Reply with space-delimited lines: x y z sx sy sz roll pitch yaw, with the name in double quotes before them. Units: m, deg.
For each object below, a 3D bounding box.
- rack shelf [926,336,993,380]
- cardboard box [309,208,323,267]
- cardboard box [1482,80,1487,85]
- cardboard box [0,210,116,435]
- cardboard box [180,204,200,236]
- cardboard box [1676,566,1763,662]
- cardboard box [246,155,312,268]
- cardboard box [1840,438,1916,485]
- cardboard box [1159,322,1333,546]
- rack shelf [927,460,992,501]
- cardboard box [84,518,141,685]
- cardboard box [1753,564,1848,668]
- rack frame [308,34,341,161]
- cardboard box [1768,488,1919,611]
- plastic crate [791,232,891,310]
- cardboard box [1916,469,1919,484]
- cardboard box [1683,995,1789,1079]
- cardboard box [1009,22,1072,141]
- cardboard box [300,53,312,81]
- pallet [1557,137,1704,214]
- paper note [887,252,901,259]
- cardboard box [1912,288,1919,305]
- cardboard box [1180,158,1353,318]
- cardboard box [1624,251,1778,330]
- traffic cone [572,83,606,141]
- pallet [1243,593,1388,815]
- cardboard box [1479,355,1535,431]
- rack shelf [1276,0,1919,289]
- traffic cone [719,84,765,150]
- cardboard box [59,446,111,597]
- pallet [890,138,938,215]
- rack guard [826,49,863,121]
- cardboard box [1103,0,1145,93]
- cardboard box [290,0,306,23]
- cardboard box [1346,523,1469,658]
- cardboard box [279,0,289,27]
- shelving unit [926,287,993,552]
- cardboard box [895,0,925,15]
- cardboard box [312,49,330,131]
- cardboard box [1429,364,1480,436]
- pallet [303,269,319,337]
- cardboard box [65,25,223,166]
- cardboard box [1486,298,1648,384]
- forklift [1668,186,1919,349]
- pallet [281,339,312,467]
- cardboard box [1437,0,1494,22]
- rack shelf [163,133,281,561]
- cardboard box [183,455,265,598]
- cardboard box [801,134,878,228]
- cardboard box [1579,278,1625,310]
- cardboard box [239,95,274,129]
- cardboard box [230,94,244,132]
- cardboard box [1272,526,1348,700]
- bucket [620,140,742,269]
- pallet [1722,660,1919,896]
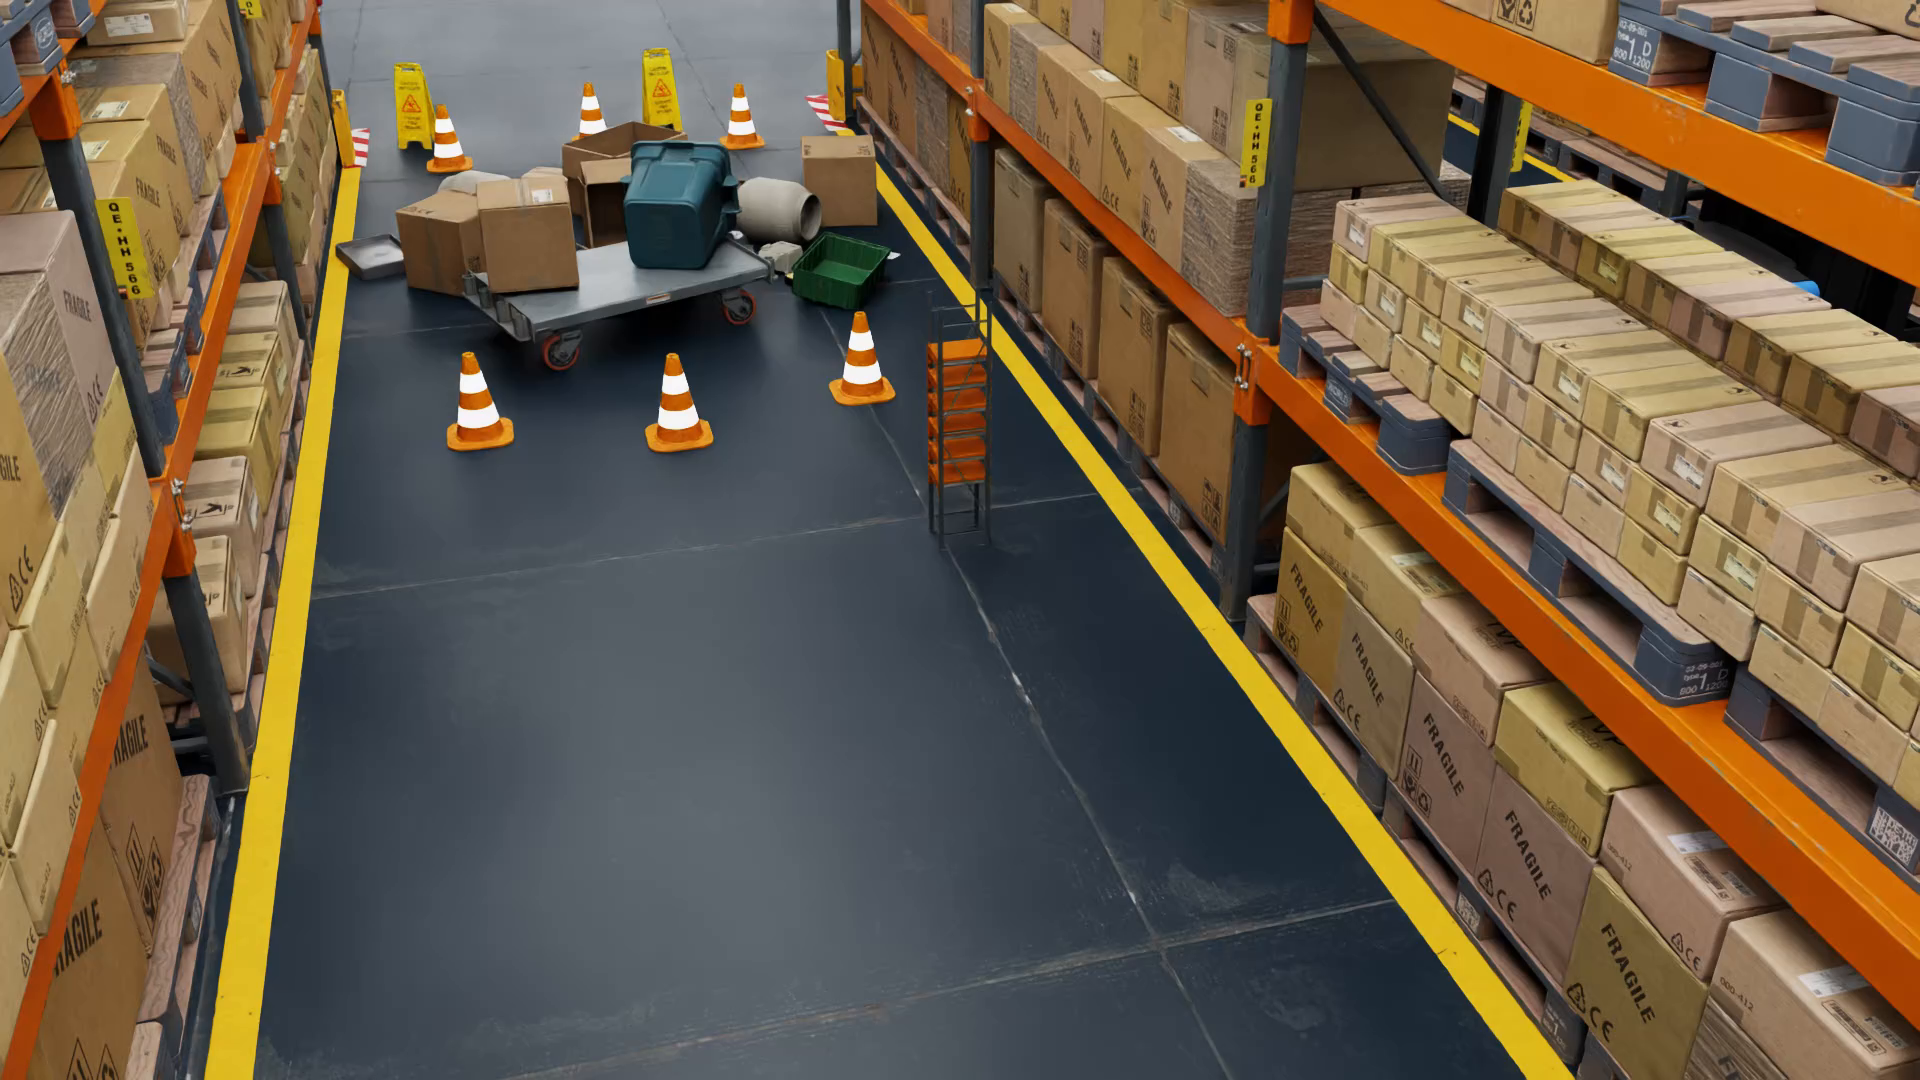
"rack shelf" -0.004 -0.799 7.303 0.258 0.103 0.180 -8 31 -13
"cardboard box" -4.234 -1.826 10.237 0.500 0.250 0.500 -6 31 -10
"cardboard box" 4.649 -4.019 13.775 0.500 0.500 0.500 0 30 0
"cardboard box" -2.734 -0.587 4.671 0.500 0.500 0.500 -9 31 -15
"cardboard box" -3.413 -1.367 6.950 0.380 0.149 0.250 -7 31 -12
"cardboard box" 2.108 0.160 4.311 0.380 0.149 0.250 -9 31 -15
"cardboard box" -4.081 -1.895 9.606 0.500 0.500 0.500 -6 31 -11
"cardboard box" 2.670 -0.187 4.613 0.380 0.149 0.250 -8 31 -14
"cardboard box" 1.547 -0.547 7.527 1.050 0.750 0.750 -8 31 -14
"rack shelf" -0.004 -0.280 7.604 0.258 0.103 0.180 -8 31 -13
"cardboard box" -2.588 0.194 4.571 0.500 0.250 0.500 -7 31 -12
"cardboard box" 2.177 0.153 4.026 0.380 0.149 0.250 -9 31 -15
"rack frame" -5.247 -4.189 11.994 1.000 3.000 0.127 -8 31 -13
"cardboard box" 2.180 0.019 3.960 0.380 0.149 0.250 -8 31 -13
"plastic crate" -0.749 -1.682 10.411 0.450 0.188 0.662 16 32 7
"cardboard box" 2.745 -0.185 4.313 0.380 0.149 0.250 -8 31 -14
"cardboard box" 2.245 1.475 4.283 0.500 0.500 0.500 -8 31 -14
"cardboard box" 0.575 -2.474 8.931 0.500 0.500 0.500 -8 31 -13
"cardboard box" -4.557 -3.144 11.117 0.380 0.149 0.250 -7 31 -12
"pallet" 5.157 -2.688 12.183 1.003 0.211 1.213 -8 31 -13
"paper note" -0.491 -1.884 10.974 0.142 0.020 0.147 19 35 29
"cardboard box" 5.917 -1.612 9.597 0.700 0.500 0.500 -5 30 -9
"cardboard box" 1.244 -1.258 6.829 0.500 0.500 0.500 -8 31 -13
"cardboard box" 2.403 -0.811 5.394 0.380 0.149 0.250 -7 31 -12
"traffic cone" -2.909 -3.367 13.105 0.336 0.463 0.334 -8 31 -13
"pallet" 1.828 0.552 6.586 1.003 0.211 1.213 -8 31 -13
"cardboard box" 1.837 -0.473 5.107 0.380 0.149 0.250 -8 31 -13
"rack shelf" 2.153 -1.053 4.300 1.077 0.370 4.000 -8 31 -13
"traffic cone" -1.729 -3.353 13.081 0.336 0.463 0.334 -8 31 -13
"cardboard box" -2.610 -0.030 4.458 0.500 0.250 0.500 -9 31 -15
"pallet" 0.107 -2.726 12.248 1.003 0.211 1.213 -8 31 -13
"rack guard" -0.508 -3.826 13.861 1.175 0.500 0.348 -8 31 -13
"cardboard box" 1.103 -2.465 7.917 0.700 0.500 0.500 -8 31 -14
"cardboard box" -4.622 -3.574 11.181 0.380 0.149 0.250 -7 31 -12
"cardboard box" 1.706 0.153 5.819 0.500 0.250 0.500 -8 31 -14
"cardboard box" -4.463 -3.404 10.240 0.500 0.500 0.500 -7 31 -13
"shelving unit" -0.004 -0.526 7.462 0.258 1.200 0.189 -8 31 -13
"cardboard box" 0.016 -3.988 11.495 0.875 0.550 0.500 -8 31 -13
"cardboard box" -4.783 -3.153 11.781 0.500 0.500 0.500 -8 31 -13
"cardboard box" 1.763 -0.473 5.404 0.380 0.149 0.250 -6 31 -11
"pallet" -4.398 -1.370 9.907 1.003 0.211 1.213 -8 31 -13
"cardboard box" -3.577 -1.929 7.273 0.500 0.500 0.500 -7 31 -12
"cardboard box" 1.836 -0.607 5.042 0.380 0.149 0.250 -6 31 -11
"forklift" 4.516 -1.849 8.018 3.031 2.935 1.130 -7 31 -12
"pallet" -3.977 -0.675 8.705 1.003 0.211 1.213 -8 31 -13
"cardboard box" 1.657 -1.822 4.810 0.500 0.500 0.500 -8 31 -13
"rack shelf" -3.654 -0.980 7.167 1.077 0.370 4.000 -8 31 -13
"cardboard box" -3.467 0.000 6.959 0.950 0.372 0.625 -8 31 -14
"cardboard box" -0.841 -2.497 11.562 0.500 0.500 0.500 -3 30 -5
"cardboard box" 2.337 -0.801 5.674 0.380 0.149 0.250 -7 31 -12
"cardboard box" -3.960 -2.344 9.055 0.380 0.149 0.250 -8 31 -14
"cardboard box" -3.783 -2.119 8.248 0.380 0.149 0.250 -7 31 -13
"cardboard box" 1.564 0.243 6.412 0.500 0.500 0.500 -9 31 -15
"bucket" -1.698 -1.965 9.900 0.726 0.611 0.620 2 40 4
"pallet" 2.621 0.594 3.921 1.003 0.211 1.213 -8 31 -13
